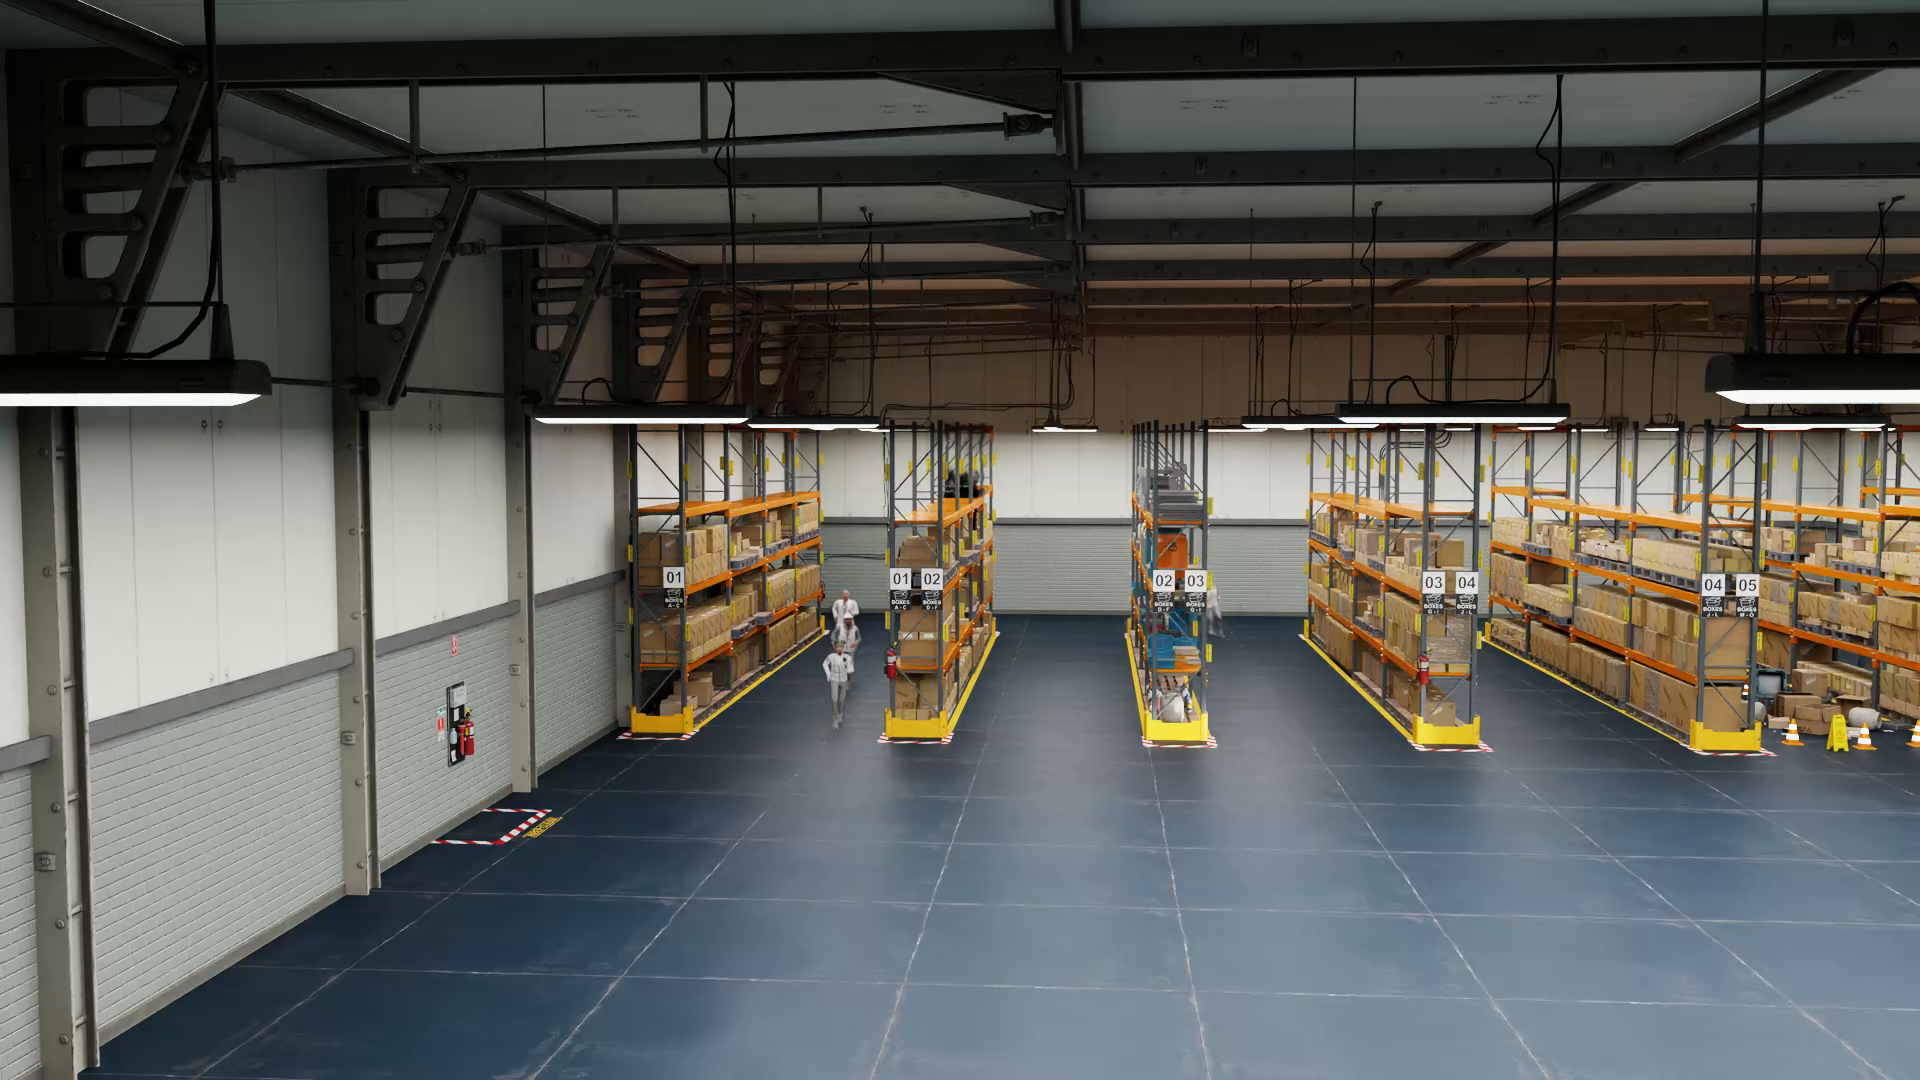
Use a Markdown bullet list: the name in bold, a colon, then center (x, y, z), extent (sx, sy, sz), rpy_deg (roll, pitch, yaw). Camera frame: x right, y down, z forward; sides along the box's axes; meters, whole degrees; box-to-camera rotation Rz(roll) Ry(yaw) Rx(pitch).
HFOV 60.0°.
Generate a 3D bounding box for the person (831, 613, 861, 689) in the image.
- **person**: center (-2.573, 2.501, 37.583), extent (0.693, 1.730, 0.682), rpy_deg (0, 4, -5)

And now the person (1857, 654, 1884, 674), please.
- **person**: center (21.161, 2.407, 38.596), extent (0.662, 1.780, 1.132), rpy_deg (0, 4, 7)

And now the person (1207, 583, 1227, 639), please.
- **person**: center (7.059, 1.883, 46.924), extent (0.775, 1.791, 0.765), rpy_deg (-1, 4, -15)

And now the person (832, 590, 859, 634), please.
- **person**: center (-2.895, 2.178, 42.012), extent (0.682, 1.841, 0.801), rpy_deg (0, 4, -1)

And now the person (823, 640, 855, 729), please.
- **person**: center (-2.370, 2.815, 32.644), extent (0.595, 1.745, 0.759), rpy_deg (-1, 4, -10)
